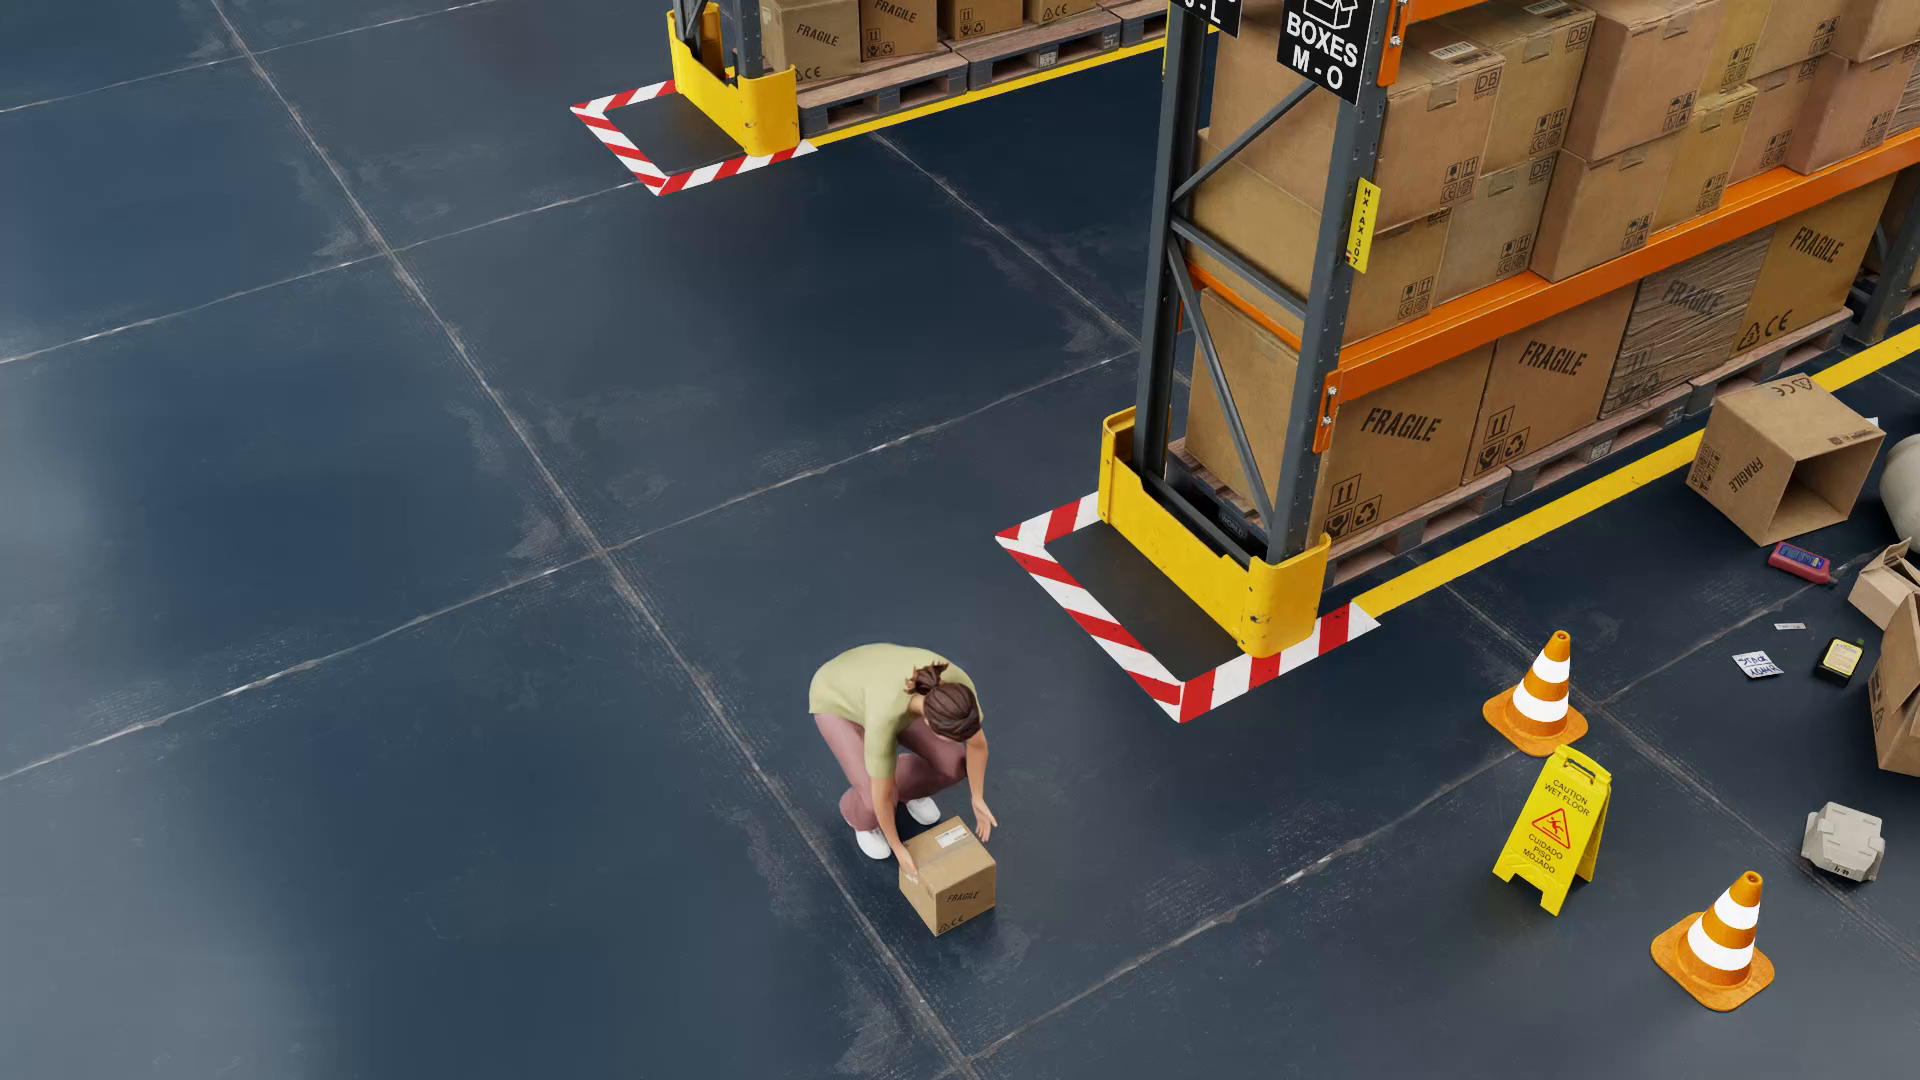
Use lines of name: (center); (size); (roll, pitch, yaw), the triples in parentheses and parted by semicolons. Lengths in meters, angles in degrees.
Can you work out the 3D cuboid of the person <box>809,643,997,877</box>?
person: (-0.199, 0.705, 5.883); (0.487, 0.974, 0.787); (-23, 46, -24)
